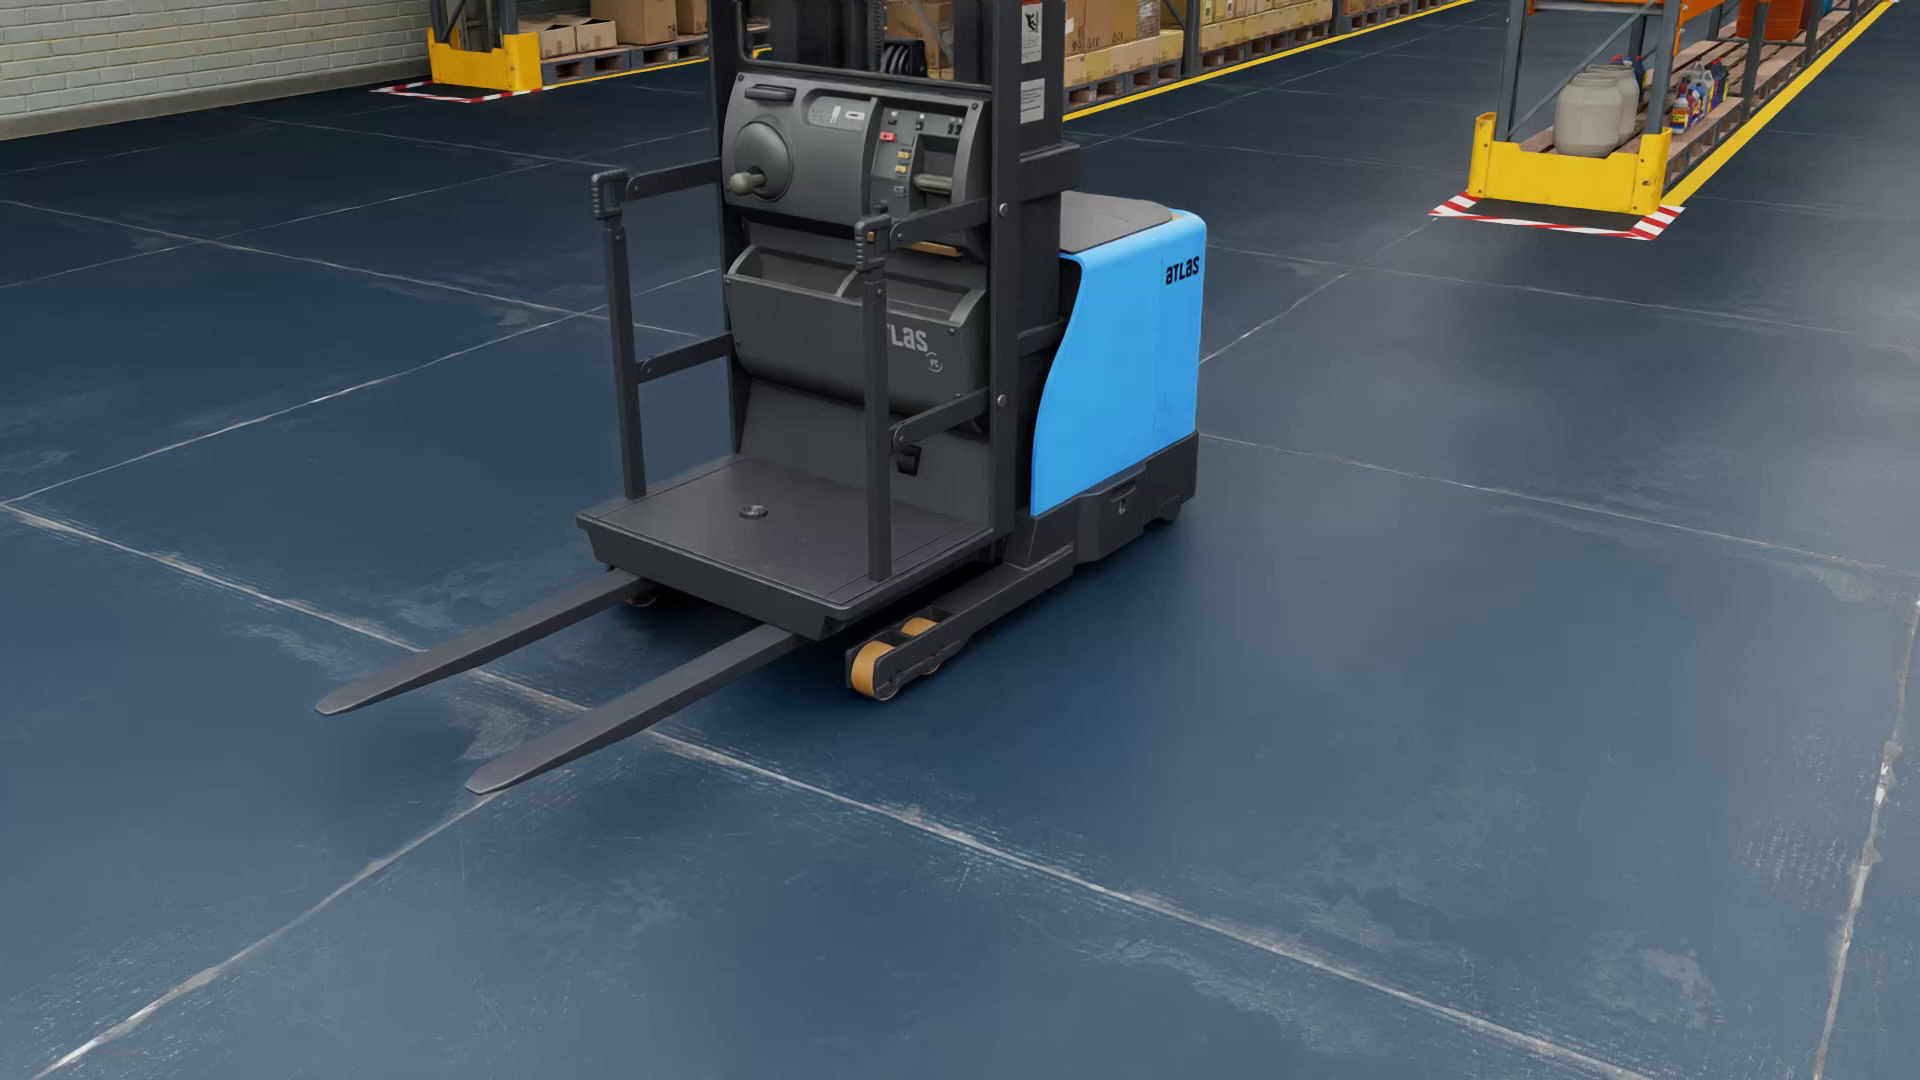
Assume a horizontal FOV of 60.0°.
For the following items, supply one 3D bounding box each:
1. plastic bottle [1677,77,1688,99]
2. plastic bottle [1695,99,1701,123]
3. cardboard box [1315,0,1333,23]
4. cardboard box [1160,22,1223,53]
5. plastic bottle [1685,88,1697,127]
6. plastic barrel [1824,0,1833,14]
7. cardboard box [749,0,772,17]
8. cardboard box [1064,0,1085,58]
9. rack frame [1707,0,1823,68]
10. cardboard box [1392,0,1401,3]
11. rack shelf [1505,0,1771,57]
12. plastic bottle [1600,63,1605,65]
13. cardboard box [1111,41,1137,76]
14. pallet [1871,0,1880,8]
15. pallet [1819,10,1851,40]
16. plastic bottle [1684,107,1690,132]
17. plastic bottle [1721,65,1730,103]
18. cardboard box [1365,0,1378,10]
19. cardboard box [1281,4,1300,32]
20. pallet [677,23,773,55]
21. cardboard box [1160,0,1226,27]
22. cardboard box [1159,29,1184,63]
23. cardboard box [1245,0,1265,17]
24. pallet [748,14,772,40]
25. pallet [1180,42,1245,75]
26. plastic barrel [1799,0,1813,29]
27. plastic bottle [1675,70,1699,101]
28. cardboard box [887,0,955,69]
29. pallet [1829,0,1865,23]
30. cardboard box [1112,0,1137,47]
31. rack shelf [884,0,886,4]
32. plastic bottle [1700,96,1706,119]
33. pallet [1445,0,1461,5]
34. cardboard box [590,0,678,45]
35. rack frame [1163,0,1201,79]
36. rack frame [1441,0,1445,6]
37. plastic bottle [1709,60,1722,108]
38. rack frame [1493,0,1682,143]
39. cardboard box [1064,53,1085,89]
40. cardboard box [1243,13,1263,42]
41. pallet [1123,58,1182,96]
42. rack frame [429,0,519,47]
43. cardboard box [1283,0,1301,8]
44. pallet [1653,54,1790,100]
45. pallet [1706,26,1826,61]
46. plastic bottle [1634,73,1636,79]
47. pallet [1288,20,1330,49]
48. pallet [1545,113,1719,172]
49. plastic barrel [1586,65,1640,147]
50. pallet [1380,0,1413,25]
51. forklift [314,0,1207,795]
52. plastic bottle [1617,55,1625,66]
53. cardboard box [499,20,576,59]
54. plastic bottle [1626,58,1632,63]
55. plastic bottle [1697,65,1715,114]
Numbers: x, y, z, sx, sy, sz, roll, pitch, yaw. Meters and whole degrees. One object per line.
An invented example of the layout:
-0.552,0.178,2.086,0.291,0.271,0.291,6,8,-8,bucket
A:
5.494,-3.378,12.643,0.061,0.283,0.133,14,27,29,plastic bottle
5.438,-3.204,12.343,0.097,0.201,0.097,0,23,0,plastic bottle
3.874,-5.998,18.762,0.500,0.250,0.500,15,27,30,cardboard box
2.258,-4.961,16.366,0.500,0.250,0.500,13,27,28,cardboard box
5.333,-3.168,12.174,0.097,0.271,0.097,0,23,0,plastic bottle
9.959,-6.656,19.463,0.600,0.901,0.708,14,27,29,plastic barrel
-2.002,-6.289,19.095,0.700,0.500,0.500,15,28,31,cardboard box
0.711,-4.346,14.001,0.500,0.500,0.500,14,27,29,cardboard box
8.151,-6.256,16.426,1.000,3.000,0.127,14,27,29,rack frame
5.238,-6.968,20.662,0.500,0.500,0.500,13,27,27,cardboard box
4.986,-3.901,11.892,1.077,0.370,4.000,14,27,29,rack shelf
4.939,-3.500,12.840,0.144,0.351,0.185,14,27,29,plastic bottle
1.252,-4.336,14.922,0.500,0.250,0.500,14,27,29,cardboard box
11.903,-7.407,22.593,1.003,0.211,1.213,14,27,29,pallet
9.818,-6.075,19.518,1.003,0.211,1.213,14,27,29,pallet
5.206,-3.056,12.001,0.097,0.201,0.097,0,23,0,plastic bottle
6.067,-3.630,13.225,0.061,0.283,0.133,15,28,32,plastic bottle
4.699,-6.622,19.864,0.500,0.500,0.500,13,27,27,cardboard box
3.337,-5.654,17.968,0.500,0.250,0.500,15,27,30,cardboard box
-2.700,-5.469,18.117,1.003,0.211,1.213,14,27,29,pallet
2.264,-5.221,16.262,0.500,0.311,0.500,14,27,29,cardboard box
1.775,-4.674,15.704,0.500,0.250,0.500,14,27,29,cardboard box
2.805,-5.564,17.053,0.500,0.311,0.500,13,27,27,cardboard box
-1.967,-5.966,19.265,1.003,0.211,1.213,14,27,29,pallet
2.190,-4.923,16.856,1.003,0.211,1.213,14,27,29,pallet
8.990,-5.892,18.092,0.600,0.588,0.708,14,27,29,plastic barrel
5.705,-3.538,13.022,0.152,0.276,0.135,14,27,29,plastic bottle
-0.245,-4.114,13.466,0.500,0.500,0.500,14,27,29,cardboard box
10.616,-6.583,20.691,1.003,0.211,1.213,14,27,29,pallet
1.241,-4.683,14.779,0.500,0.500,0.500,14,27,29,cardboard box
0.779,-4.941,14.292,1.077,0.370,4.000,14,27,29,rack shelf
5.546,-3.273,12.503,0.097,0.201,0.097,0,23,0,plastic bottle
6.417,-7.598,23.035,1.003,0.211,1.213,14,27,29,pallet
-3.314,-5.331,16.882,0.700,0.500,0.500,12,26,26,cardboard box
1.834,-5.946,15.709,1.000,3.000,0.127,14,27,29,rack frame
6.054,-8.646,21.946,1.000,3.000,0.127,14,27,29,rack frame
5.845,-3.550,12.956,0.144,0.351,0.185,12,26,26,plastic bottle
3.931,-3.556,10.189,1.000,3.000,0.127,14,27,29,rack frame
0.721,-3.999,14.145,0.500,0.250,0.500,14,27,29,cardboard box
2.799,-5.308,17.169,0.500,0.250,0.500,13,27,27,cardboard box
1.379,-4.406,15.663,1.003,0.211,1.213,14,27,29,pallet
-4.486,-5.632,14.985,1.000,3.000,0.127,14,27,29,rack frame
3.340,-5.909,17.851,0.500,0.311,0.500,14,27,29,cardboard box
7.065,-4.313,15.448,1.003,0.211,1.213,14,27,29,pallet
8.531,-5.252,17.615,1.003,0.211,1.213,14,27,29,pallet
5.288,-3.597,13.163,0.097,0.271,0.097,0,23,0,plastic bottle
3.477,-5.746,18.758,1.003,0.211,1.213,14,27,29,pallet
5.008,-2.995,12.403,1.003,0.211,1.213,14,27,29,pallet
4.477,-3.015,11.541,0.421,0.512,0.421,0,23,0,plastic barrel
5.015,-6.670,20.892,1.003,0.211,1.213,14,27,29,pallet
-0.451,-1.112,4.629,1.130,2.935,3.031,17,29,34,forklift
5.262,-3.707,13.318,0.144,0.351,0.185,15,27,30,plastic bottle
-4.045,-4.815,15.928,0.500,0.311,0.500,11,26,23,cardboard box
5.500,-3.841,13.726,0.097,0.271,0.097,0,23,0,plastic bottle
5.674,-3.441,12.704,0.144,0.351,0.185,14,27,29,plastic bottle
